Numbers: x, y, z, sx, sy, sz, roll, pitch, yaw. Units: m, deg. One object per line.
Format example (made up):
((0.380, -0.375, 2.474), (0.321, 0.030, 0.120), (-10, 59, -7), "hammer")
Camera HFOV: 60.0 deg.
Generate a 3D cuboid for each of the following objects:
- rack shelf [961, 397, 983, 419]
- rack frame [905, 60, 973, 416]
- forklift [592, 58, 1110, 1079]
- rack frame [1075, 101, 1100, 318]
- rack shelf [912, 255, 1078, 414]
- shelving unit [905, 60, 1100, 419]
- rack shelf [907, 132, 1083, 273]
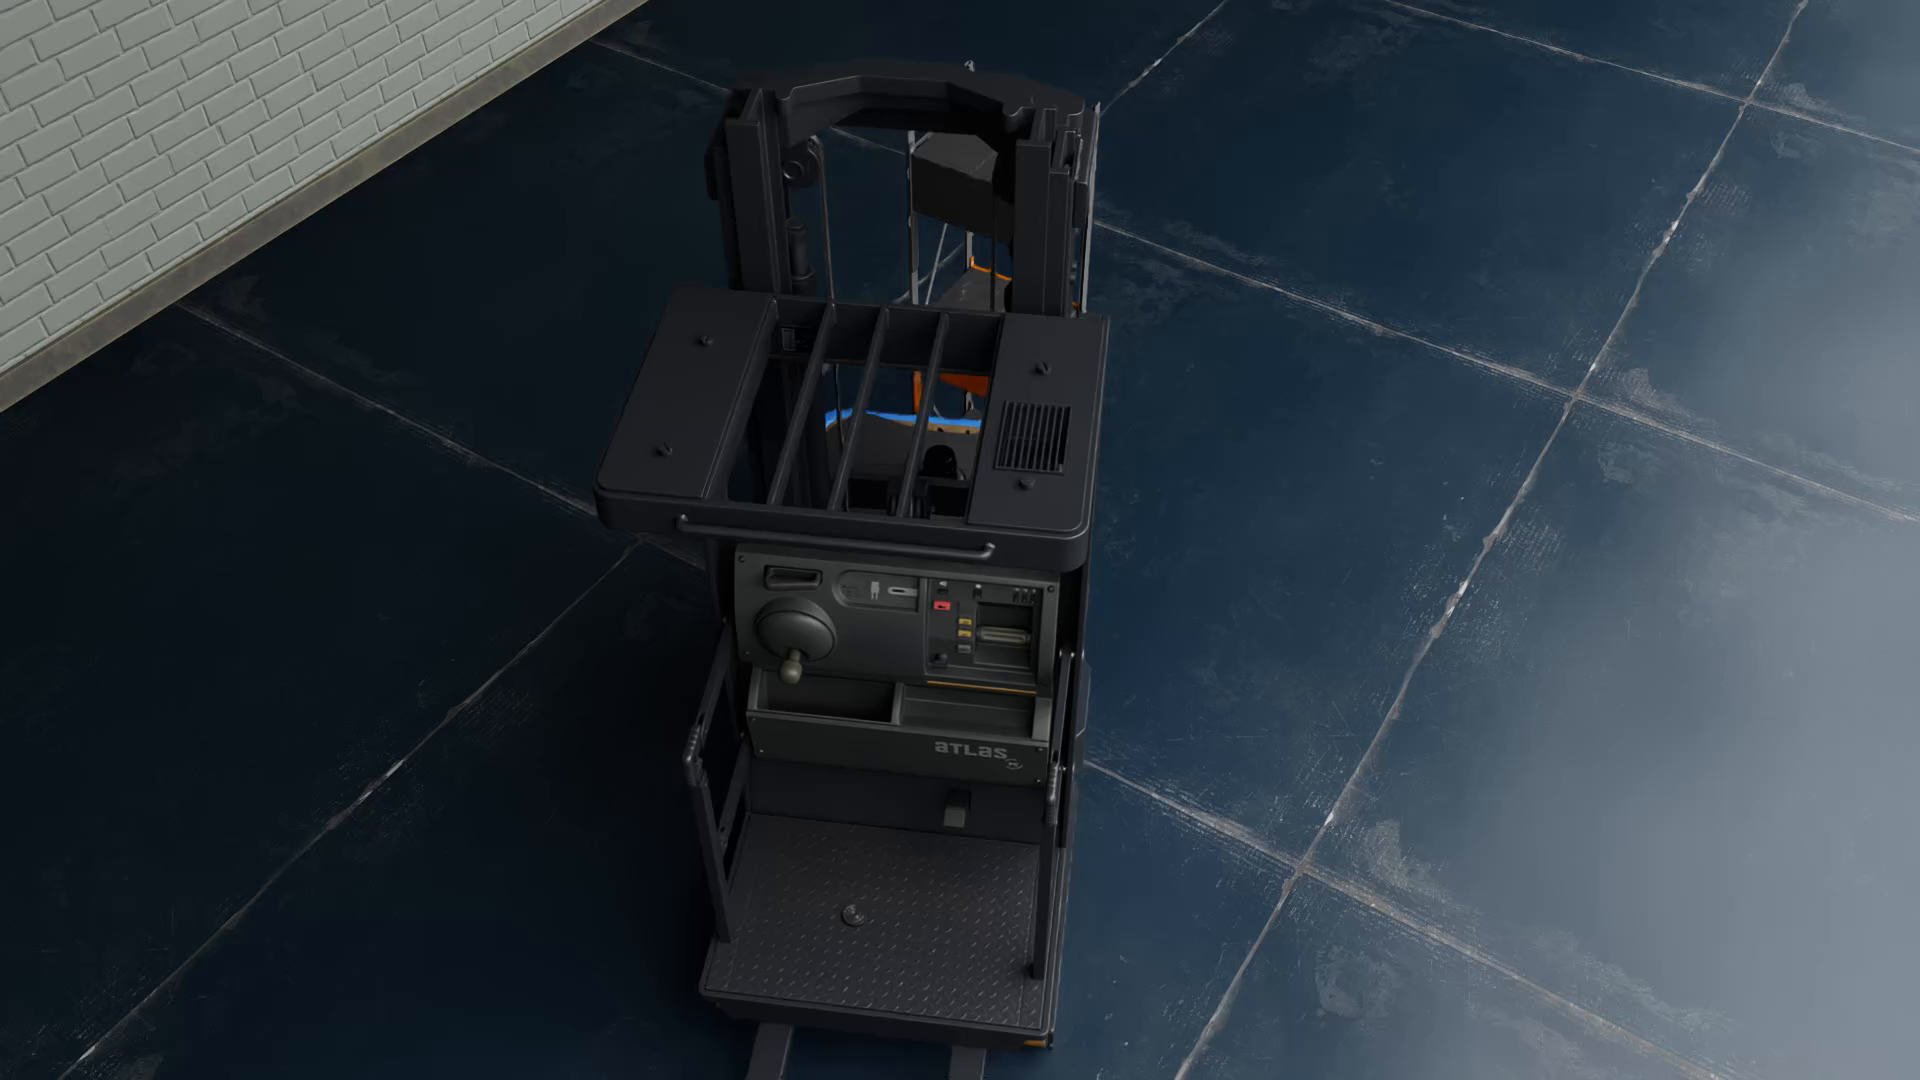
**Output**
((0.138, -0.178, 6.675), (0.480, 0.518, 0.431), (24, 51, 22), "rack shelf")
((-0.069, -0.767, 6.251), (0.015, 2.100, 0.400), (24, 51, 22), "rack frame")
((-0.211, 0.337, 4.601), (1.130, 2.935, 3.031), (5, 46, 5), "forklift")
((0.345, -0.581, 6.072), (0.015, 2.100, 0.400), (24, 51, 22), "rack frame")
((0.138, -0.665, 6.171), (0.480, 0.518, 0.431), (24, 51, 22), "rack shelf")
((0.138, -0.674, 6.162), (0.503, 2.100, 0.431), (24, 51, 22), "shelving unit")
((0.139, -1.151, 5.668), (0.480, 0.518, 0.431), (24, 51, 22), "rack shelf")
